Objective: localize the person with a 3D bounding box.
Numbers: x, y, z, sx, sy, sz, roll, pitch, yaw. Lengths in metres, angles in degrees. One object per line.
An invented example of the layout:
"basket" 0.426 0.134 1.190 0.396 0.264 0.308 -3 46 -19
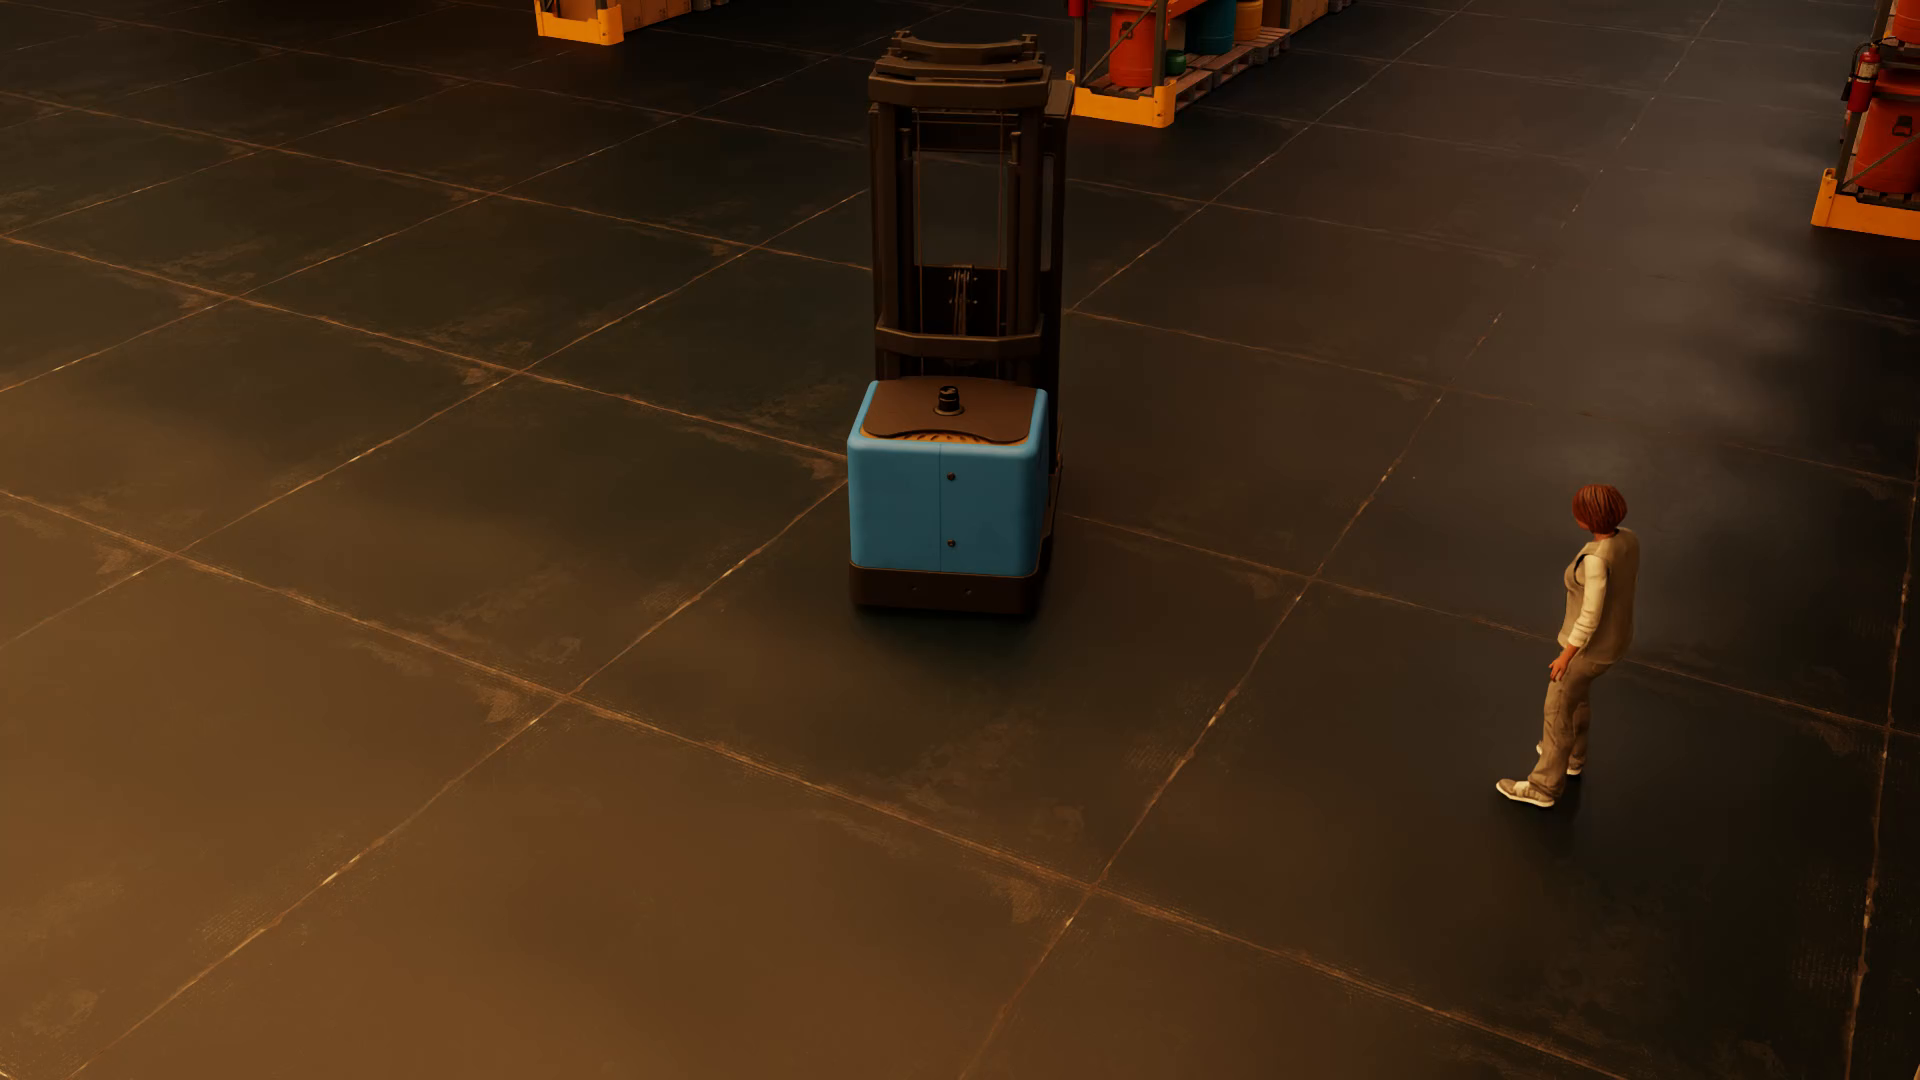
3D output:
"person" 2.852 0.475 7.594 0.363 1.591 0.547 25 38 36

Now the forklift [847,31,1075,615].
"forklift" 0.072 -1.572 9.794 1.130 2.935 3.031 3 30 6
